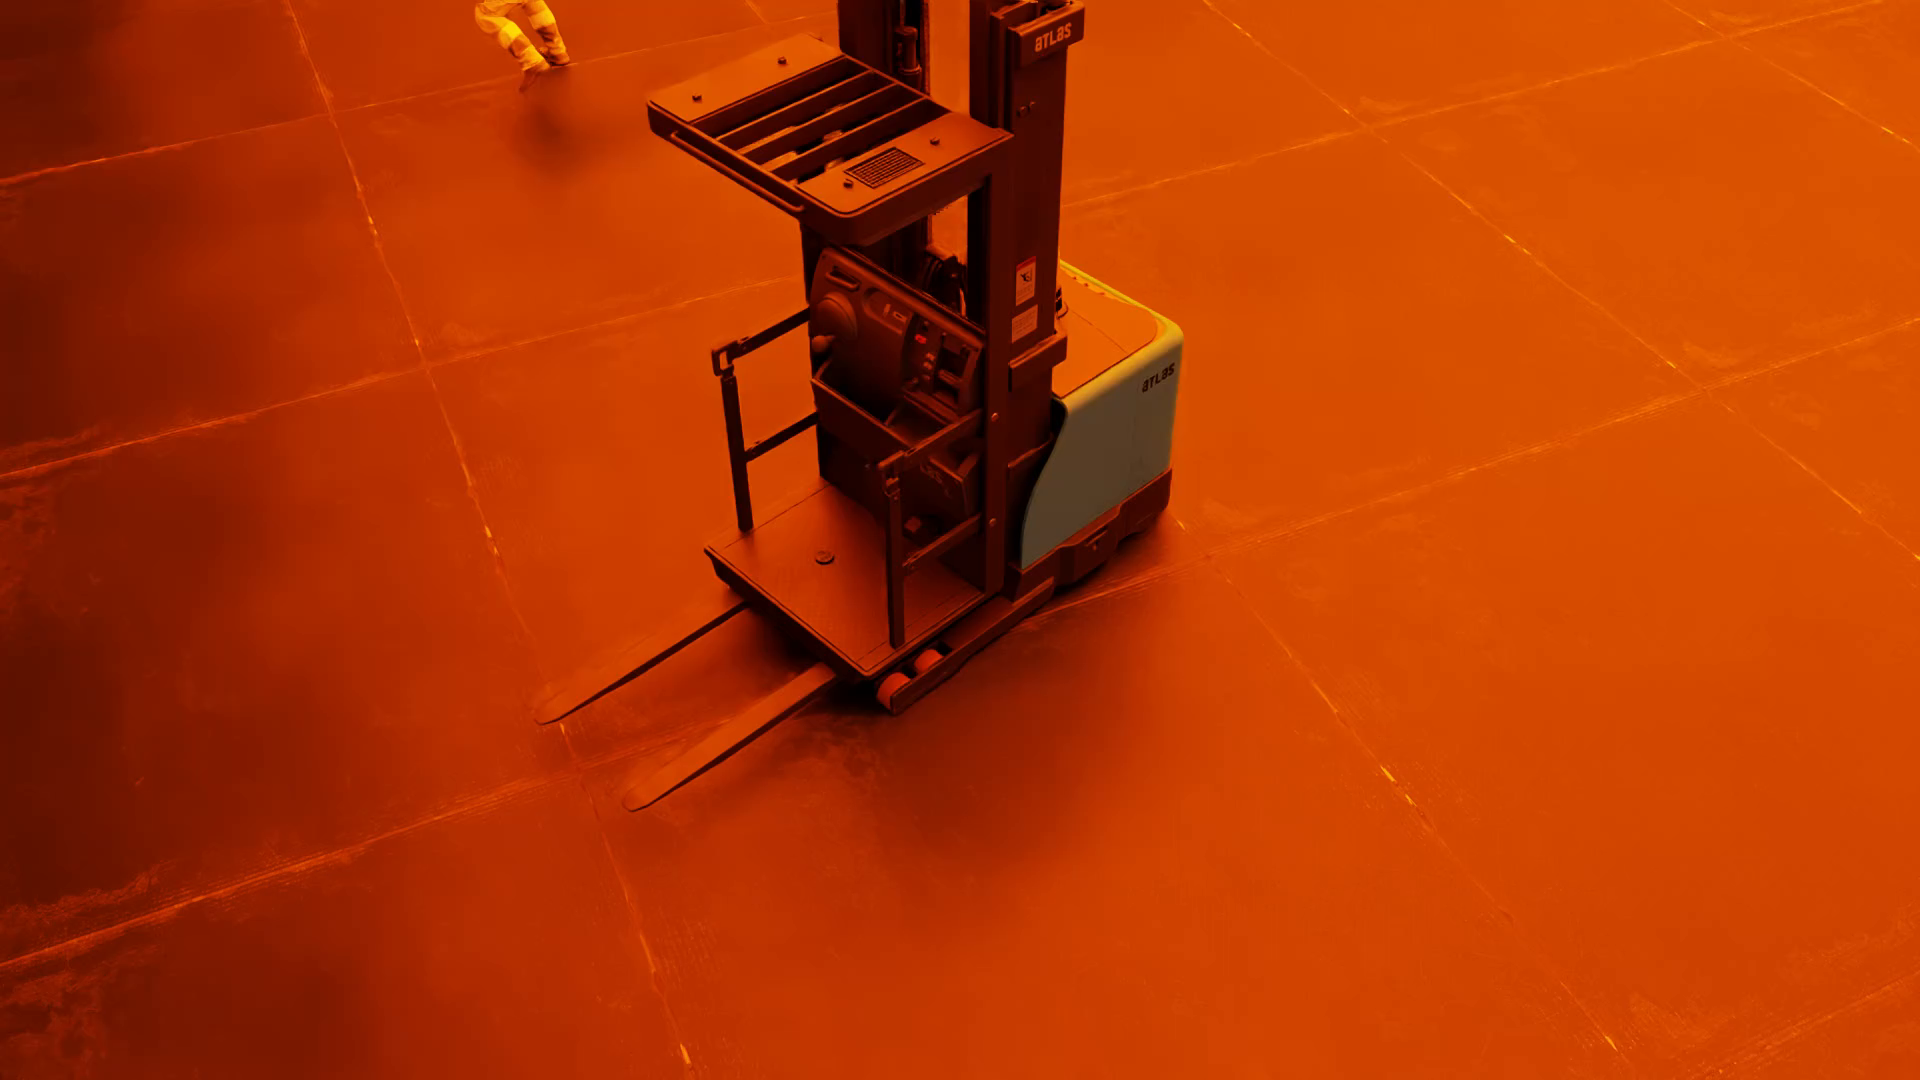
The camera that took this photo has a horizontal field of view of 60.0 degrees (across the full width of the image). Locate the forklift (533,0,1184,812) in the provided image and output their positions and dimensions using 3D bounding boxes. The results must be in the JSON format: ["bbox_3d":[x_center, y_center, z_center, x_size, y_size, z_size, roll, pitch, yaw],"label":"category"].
[{"bbox_3d":[-0.413,-0.747,6.481,3.031,2.935,1.130,-34,52,-31],"label":"forklift"}]

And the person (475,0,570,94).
[{"bbox_3d":[-2.791,-3.733,10.646,0.510,1.648,1.060,11,44,11],"label":"person"}]
